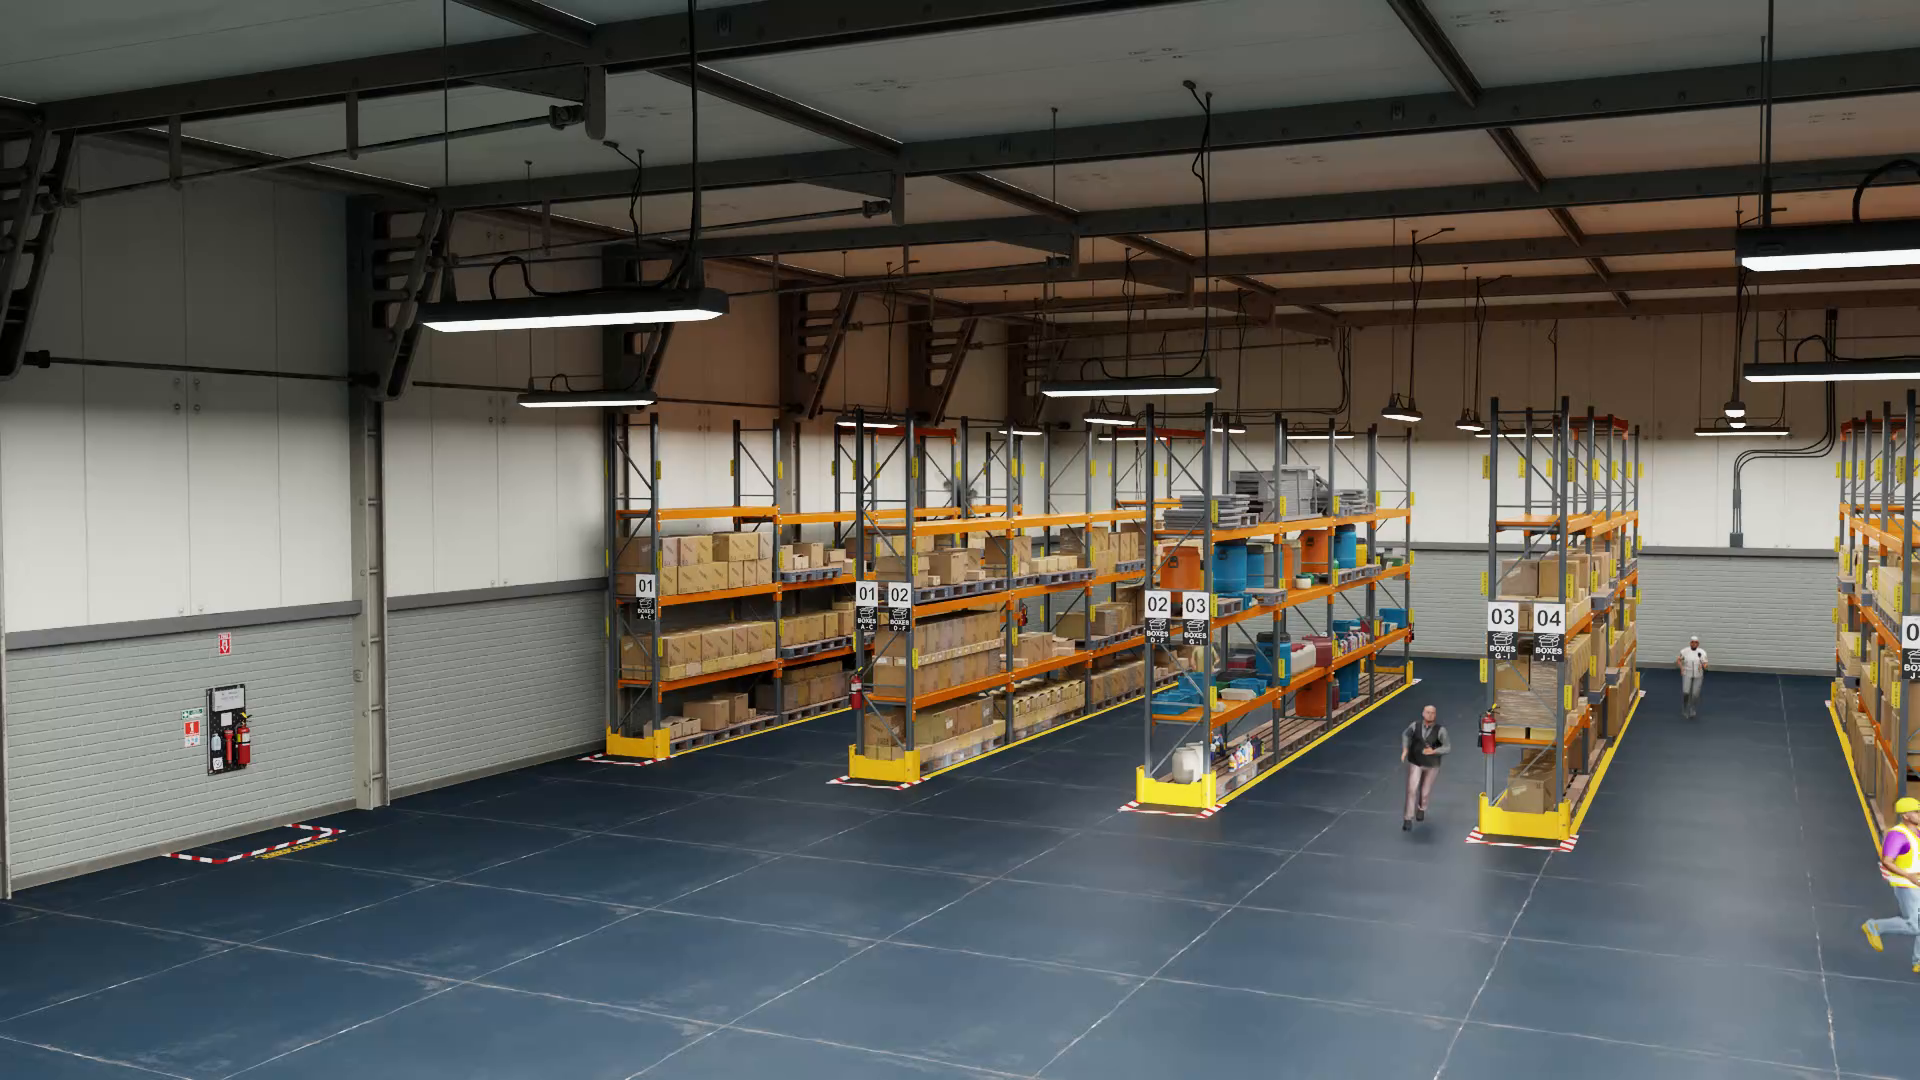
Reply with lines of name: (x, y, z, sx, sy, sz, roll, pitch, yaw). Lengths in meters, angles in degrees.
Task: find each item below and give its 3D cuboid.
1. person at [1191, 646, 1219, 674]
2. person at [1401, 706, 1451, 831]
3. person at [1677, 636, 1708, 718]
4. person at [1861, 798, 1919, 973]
person: (5.034, 2.748, 34.245, 0.578, 1.619, 0.557, 1, 2, 16)
person: (6.474, 3.141, 23.129, 0.677, 1.682, 0.993, 1, 3, 19)
person: (14.788, 2.773, 33.571, 0.579, 1.666, 0.661, 1, 3, 21)
person: (9.475, 3.435, 16.617, 0.698, 1.735, 0.787, -2, 3, -33)
